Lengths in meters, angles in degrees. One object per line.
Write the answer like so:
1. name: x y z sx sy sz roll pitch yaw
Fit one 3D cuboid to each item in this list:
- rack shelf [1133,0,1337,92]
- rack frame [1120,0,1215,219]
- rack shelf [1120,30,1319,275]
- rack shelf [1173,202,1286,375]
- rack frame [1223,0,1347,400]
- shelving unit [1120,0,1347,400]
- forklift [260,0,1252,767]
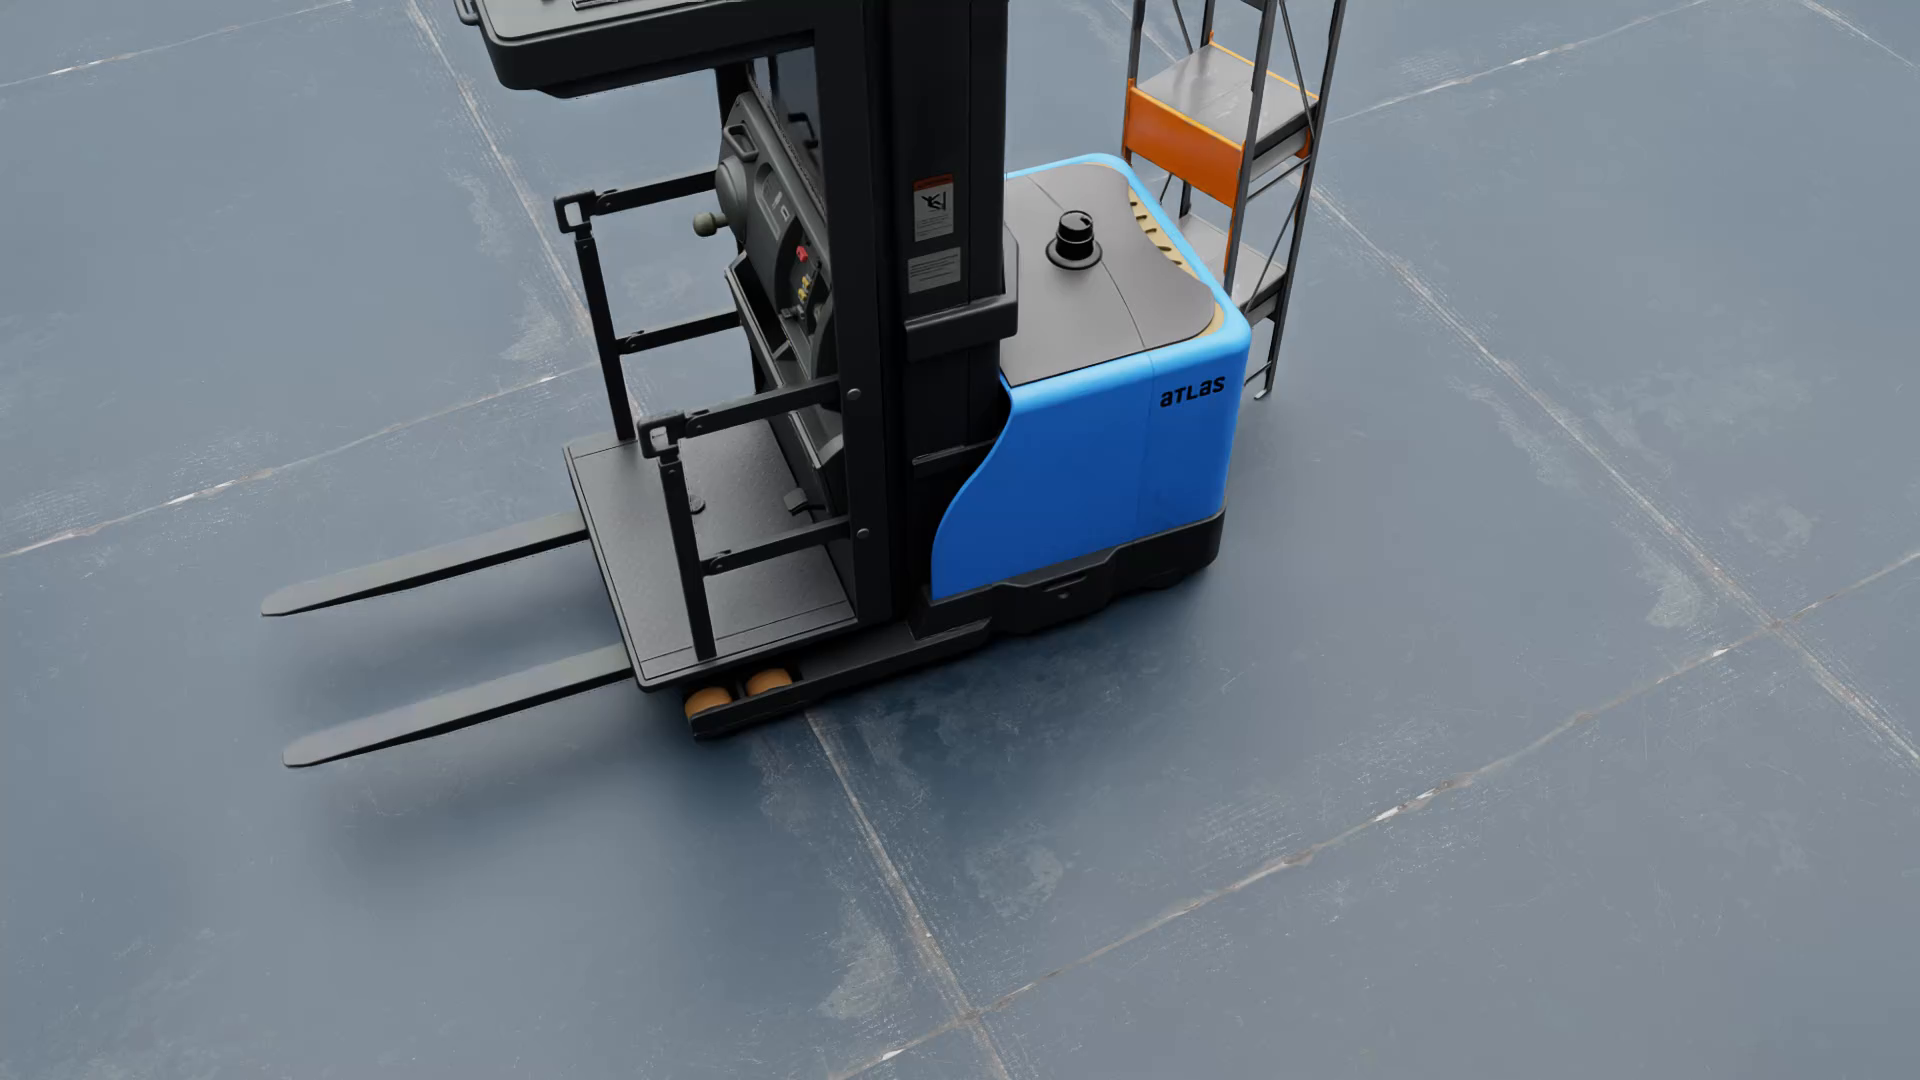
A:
1. rack shelf: 0.853 -1.743 4.967 0.431 0.518 0.480 -36 58 -27
2. rack frame: 0.684 -1.422 5.599 0.400 2.100 0.015 -36 58 -27
3. rack shelf: 0.853 -1.281 5.493 0.431 0.518 0.480 -36 58 -27
4. rack shelf: 0.854 -0.820 6.020 0.431 0.518 0.480 -36 58 -27
5. rack frame: 1.023 -1.158 5.367 0.400 2.100 0.015 -36 58 -27
6. shelving unit: 0.853 -1.290 5.483 0.431 2.100 0.503 -36 58 -27
7. forklift: -0.693 -0.804 4.506 3.031 2.935 1.130 -16 51 -14
